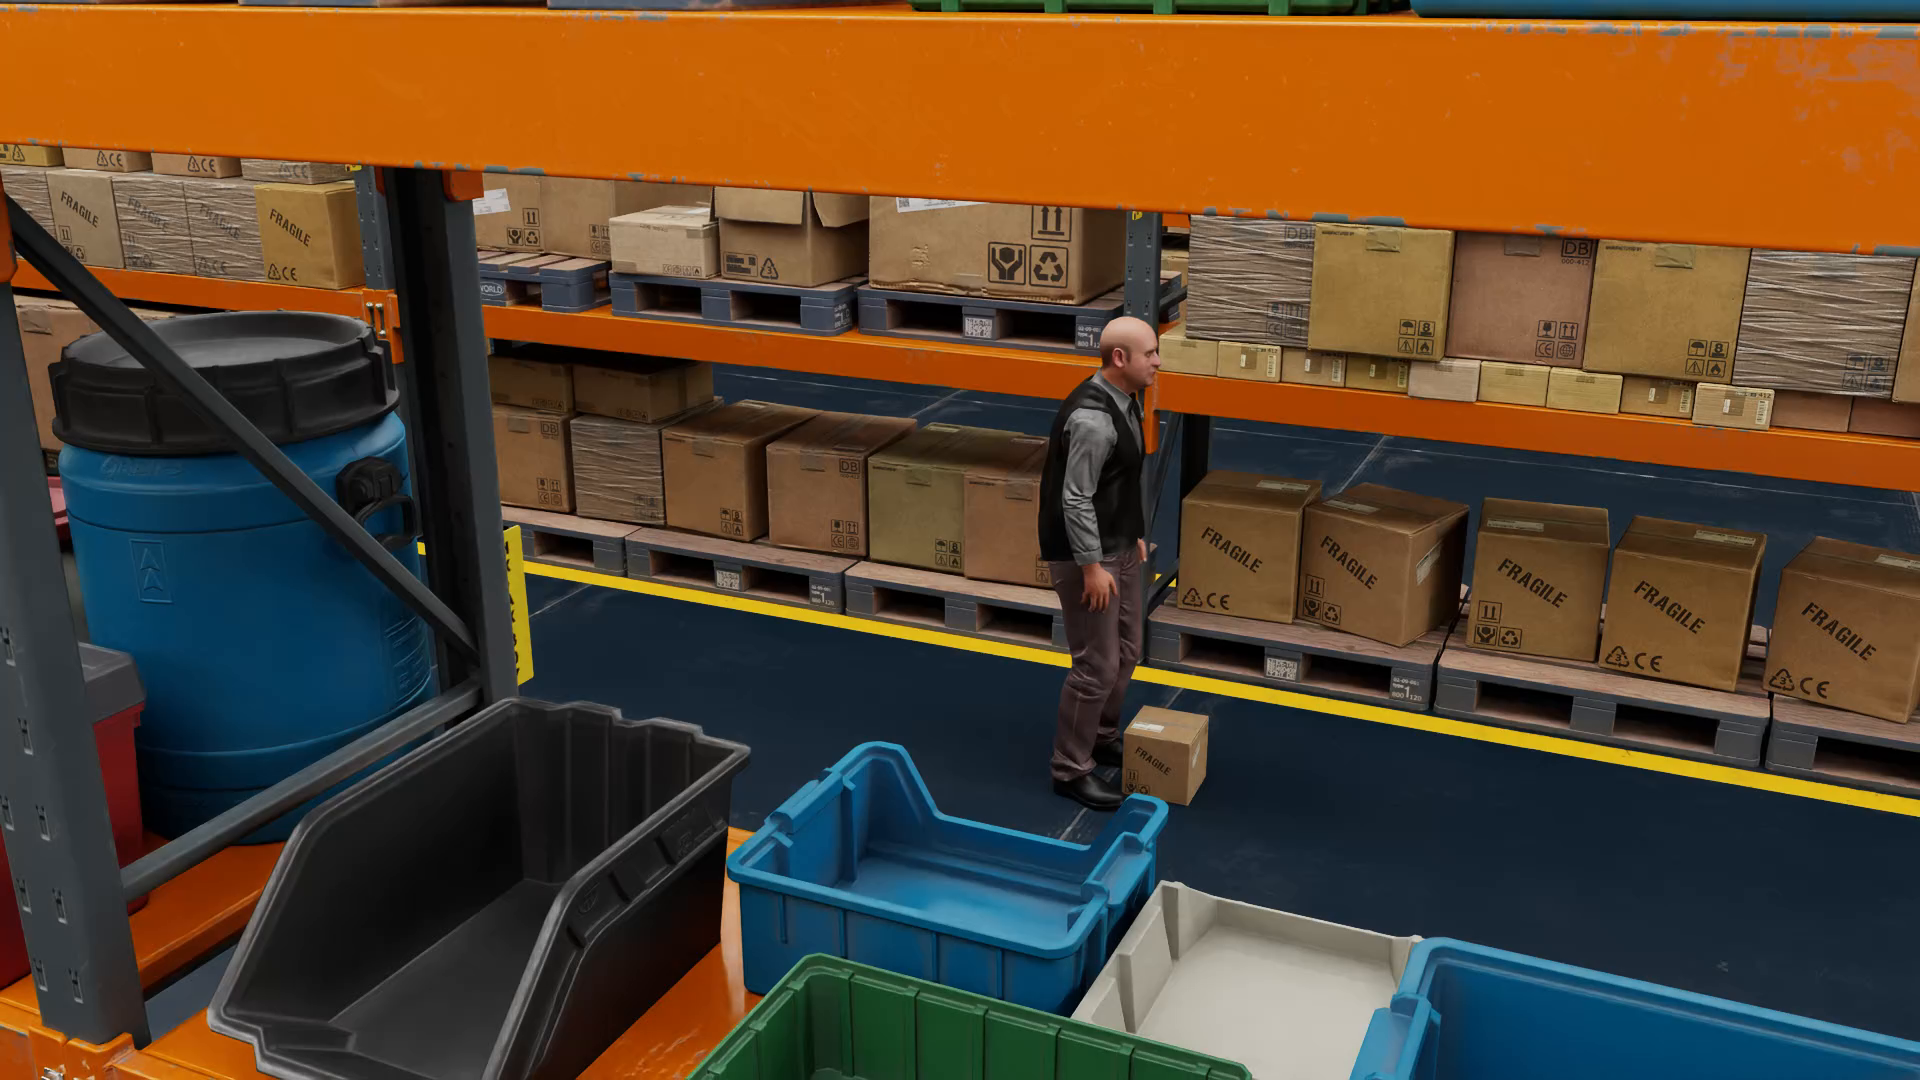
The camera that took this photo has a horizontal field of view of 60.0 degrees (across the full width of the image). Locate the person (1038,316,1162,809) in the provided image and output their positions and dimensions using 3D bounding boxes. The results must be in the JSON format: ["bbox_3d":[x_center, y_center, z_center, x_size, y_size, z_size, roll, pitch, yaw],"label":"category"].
[{"bbox_3d":[0.496,0.052,5.949,0.416,1.722,0.593,7,20,20],"label":"person"}]
